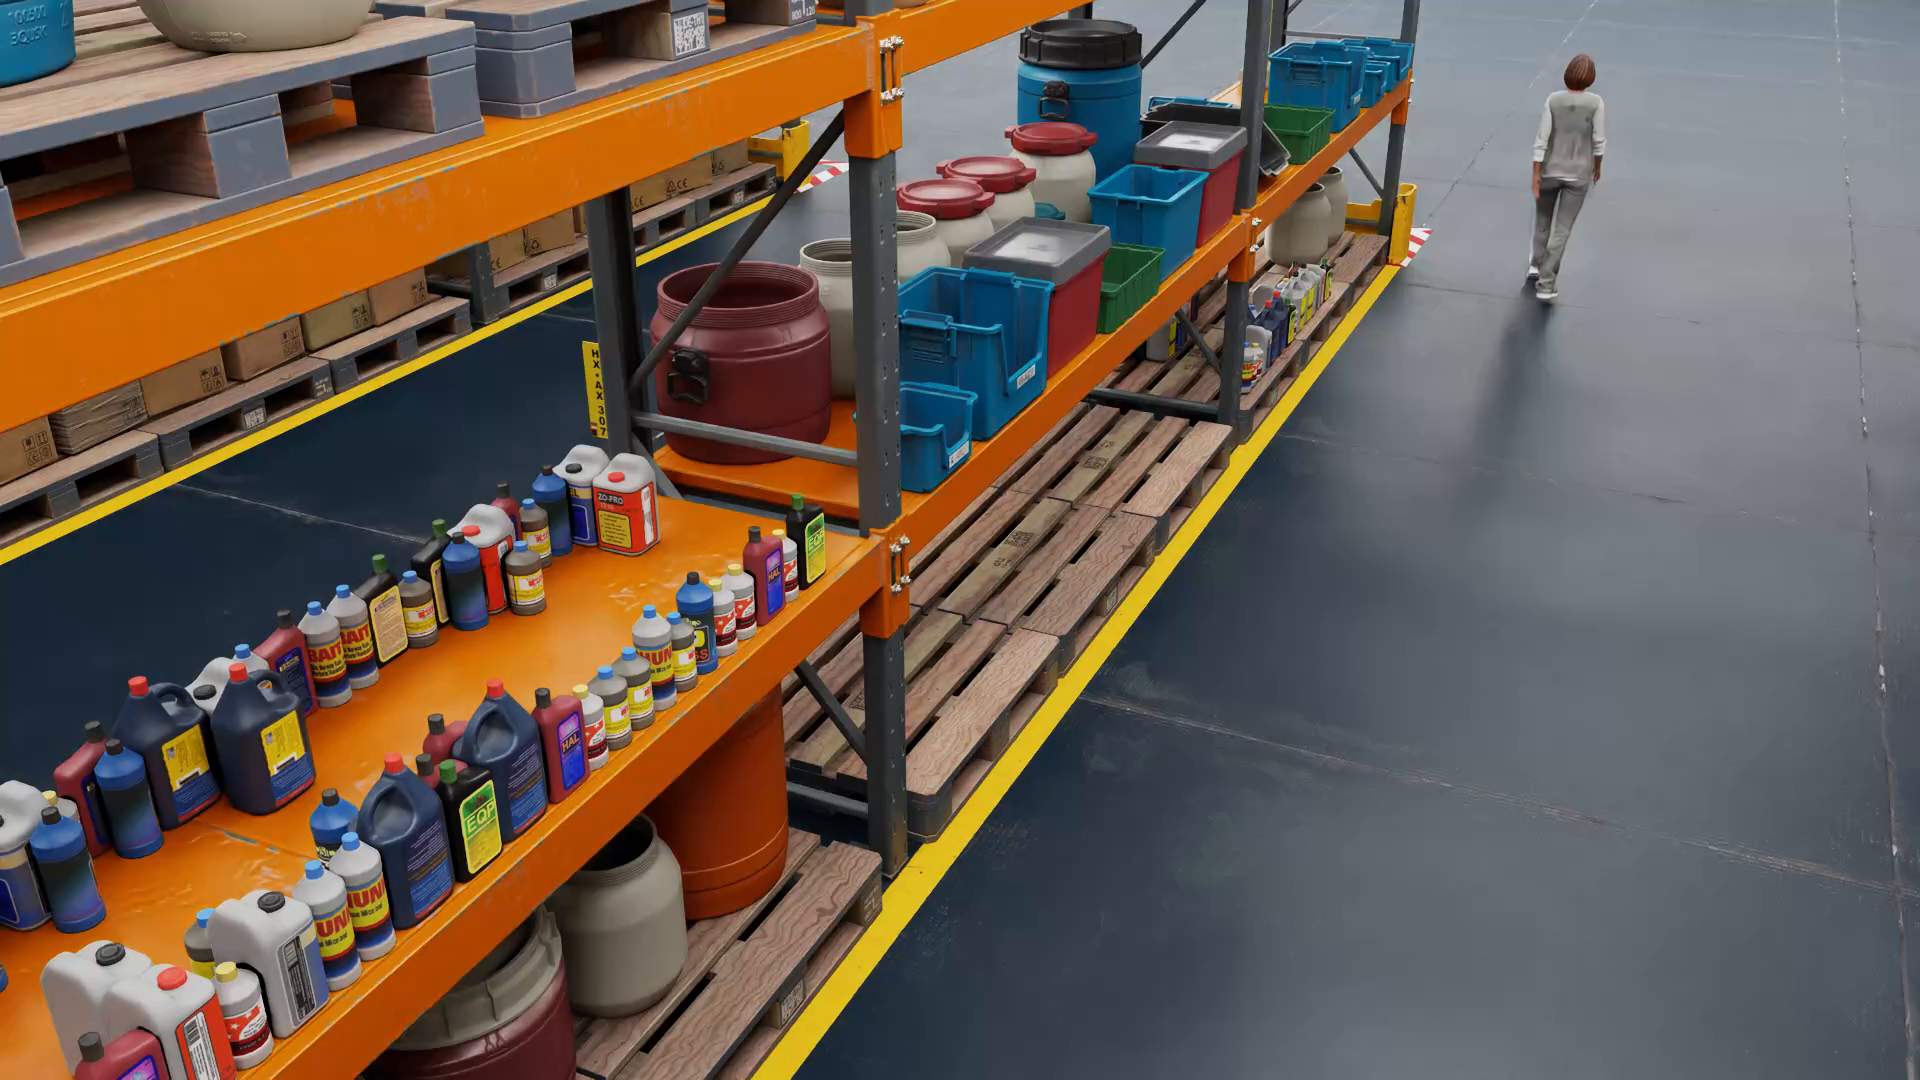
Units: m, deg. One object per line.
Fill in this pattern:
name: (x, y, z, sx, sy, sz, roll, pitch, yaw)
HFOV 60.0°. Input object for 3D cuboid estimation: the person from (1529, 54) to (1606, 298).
person: (4.019, -2.425, 11.026, 0.432, 1.581, 0.816, 12, 29, 23)
